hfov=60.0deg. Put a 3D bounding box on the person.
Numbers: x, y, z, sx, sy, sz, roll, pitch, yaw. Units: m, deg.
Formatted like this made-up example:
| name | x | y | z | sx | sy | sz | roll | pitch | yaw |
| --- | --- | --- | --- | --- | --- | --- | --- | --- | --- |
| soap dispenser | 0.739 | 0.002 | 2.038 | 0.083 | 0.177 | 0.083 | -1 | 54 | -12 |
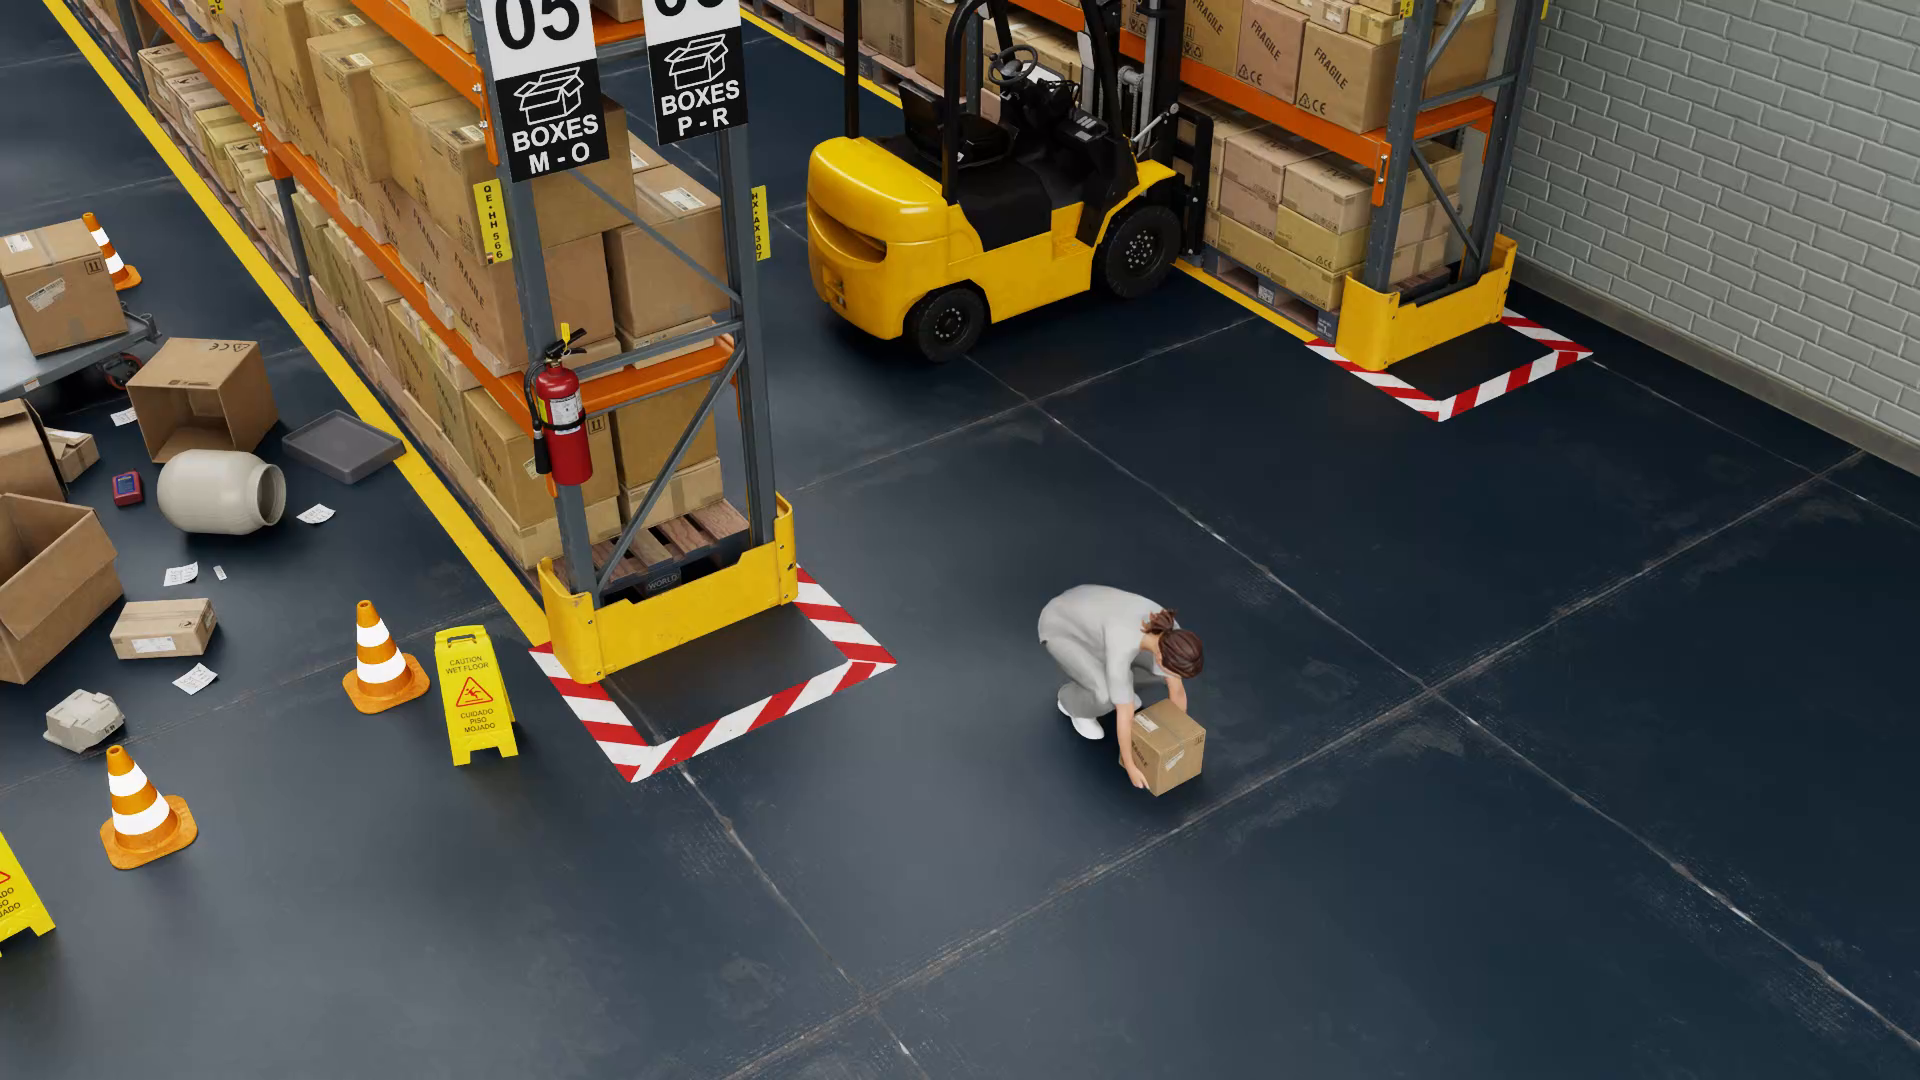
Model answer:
| name | x | y | z | sx | sy | sz | roll | pitch | yaw |
| --- | --- | --- | --- | --- | --- | --- | --- | --- | --- |
| person | 0.693 | 0.541 | 7.109 | 0.467 | 0.813 | 0.839 | -23 | 42 | -28 |
